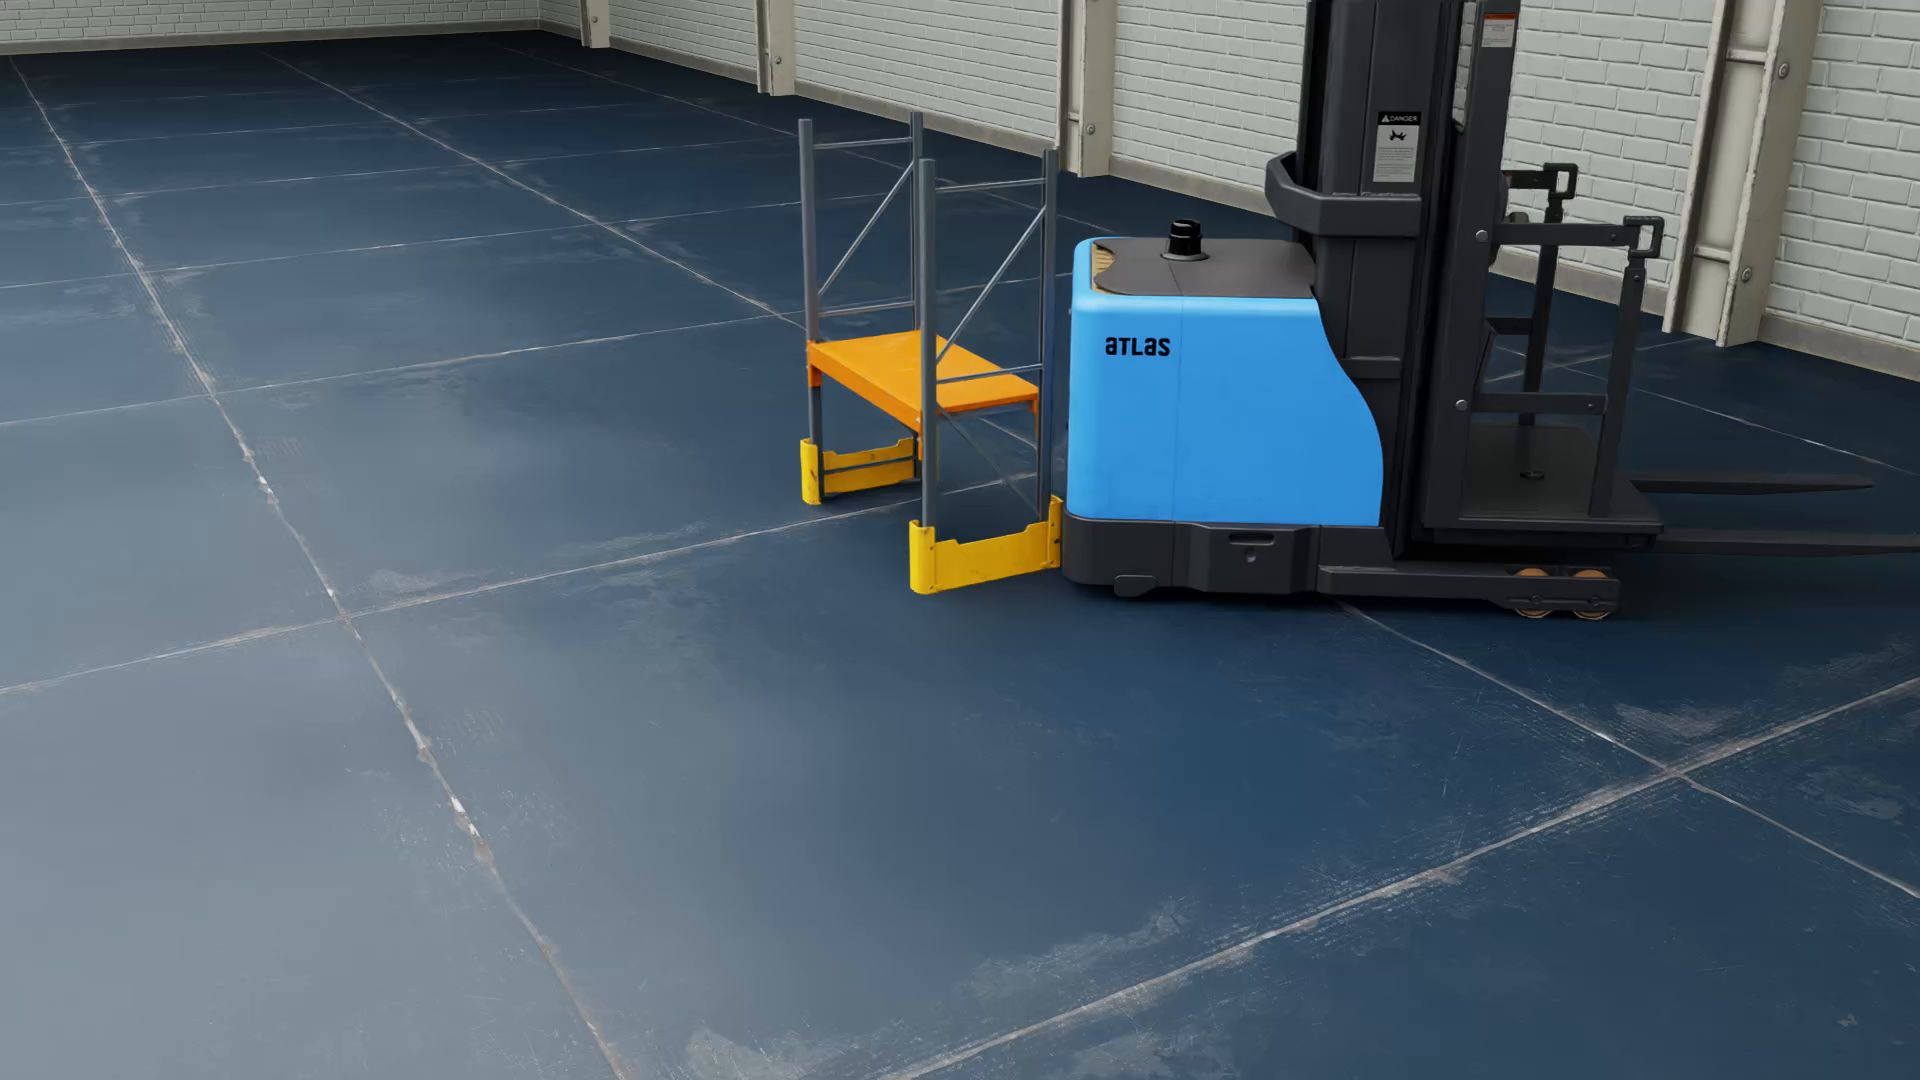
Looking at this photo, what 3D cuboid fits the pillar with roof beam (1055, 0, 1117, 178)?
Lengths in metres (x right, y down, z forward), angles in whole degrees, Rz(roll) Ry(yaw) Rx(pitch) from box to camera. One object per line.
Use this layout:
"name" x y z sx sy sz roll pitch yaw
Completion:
"pillar with roof beam" -2.679 -6.399 10.105 9.100 9.000 0.400 -13 25 -28

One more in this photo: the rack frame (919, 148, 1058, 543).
"rack frame" 0.097 -0.565 5.710 0.500 1.500 0.032 -11 25 -25

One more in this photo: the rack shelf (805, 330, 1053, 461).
"rack shelf" -0.137 -0.568 6.196 0.538 0.185 1.000 -11 25 -25

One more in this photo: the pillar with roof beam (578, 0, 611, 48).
"pillar with roof beam" -8.808 -10.284 19.662 9.100 9.000 0.400 -13 25 -28

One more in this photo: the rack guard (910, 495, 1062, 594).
"rack guard" 0.097 0.013 5.946 0.587 0.250 0.087 -11 25 -25

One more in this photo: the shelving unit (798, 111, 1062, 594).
"shelving unit" -0.133 -0.732 6.120 0.587 1.500 1.083 -11 25 -25

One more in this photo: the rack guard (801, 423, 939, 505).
"rack guard" -0.362 -0.319 6.765 0.587 0.250 0.087 -11 25 -25

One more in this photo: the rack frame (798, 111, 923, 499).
"rack frame" -0.371 -0.905 6.546 0.500 1.500 0.032 -11 25 -25

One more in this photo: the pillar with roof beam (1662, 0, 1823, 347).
"pillar with roof beam" 0.386 -4.457 5.326 9.100 9.000 0.400 -13 25 -28

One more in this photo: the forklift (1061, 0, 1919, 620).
"forklift" 1.898 -1.295 5.604 3.031 2.935 1.130 2 22 4

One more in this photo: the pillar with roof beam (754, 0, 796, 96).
"pillar with roof beam" -5.744 -8.342 14.883 9.100 9.000 0.400 -13 25 -28
